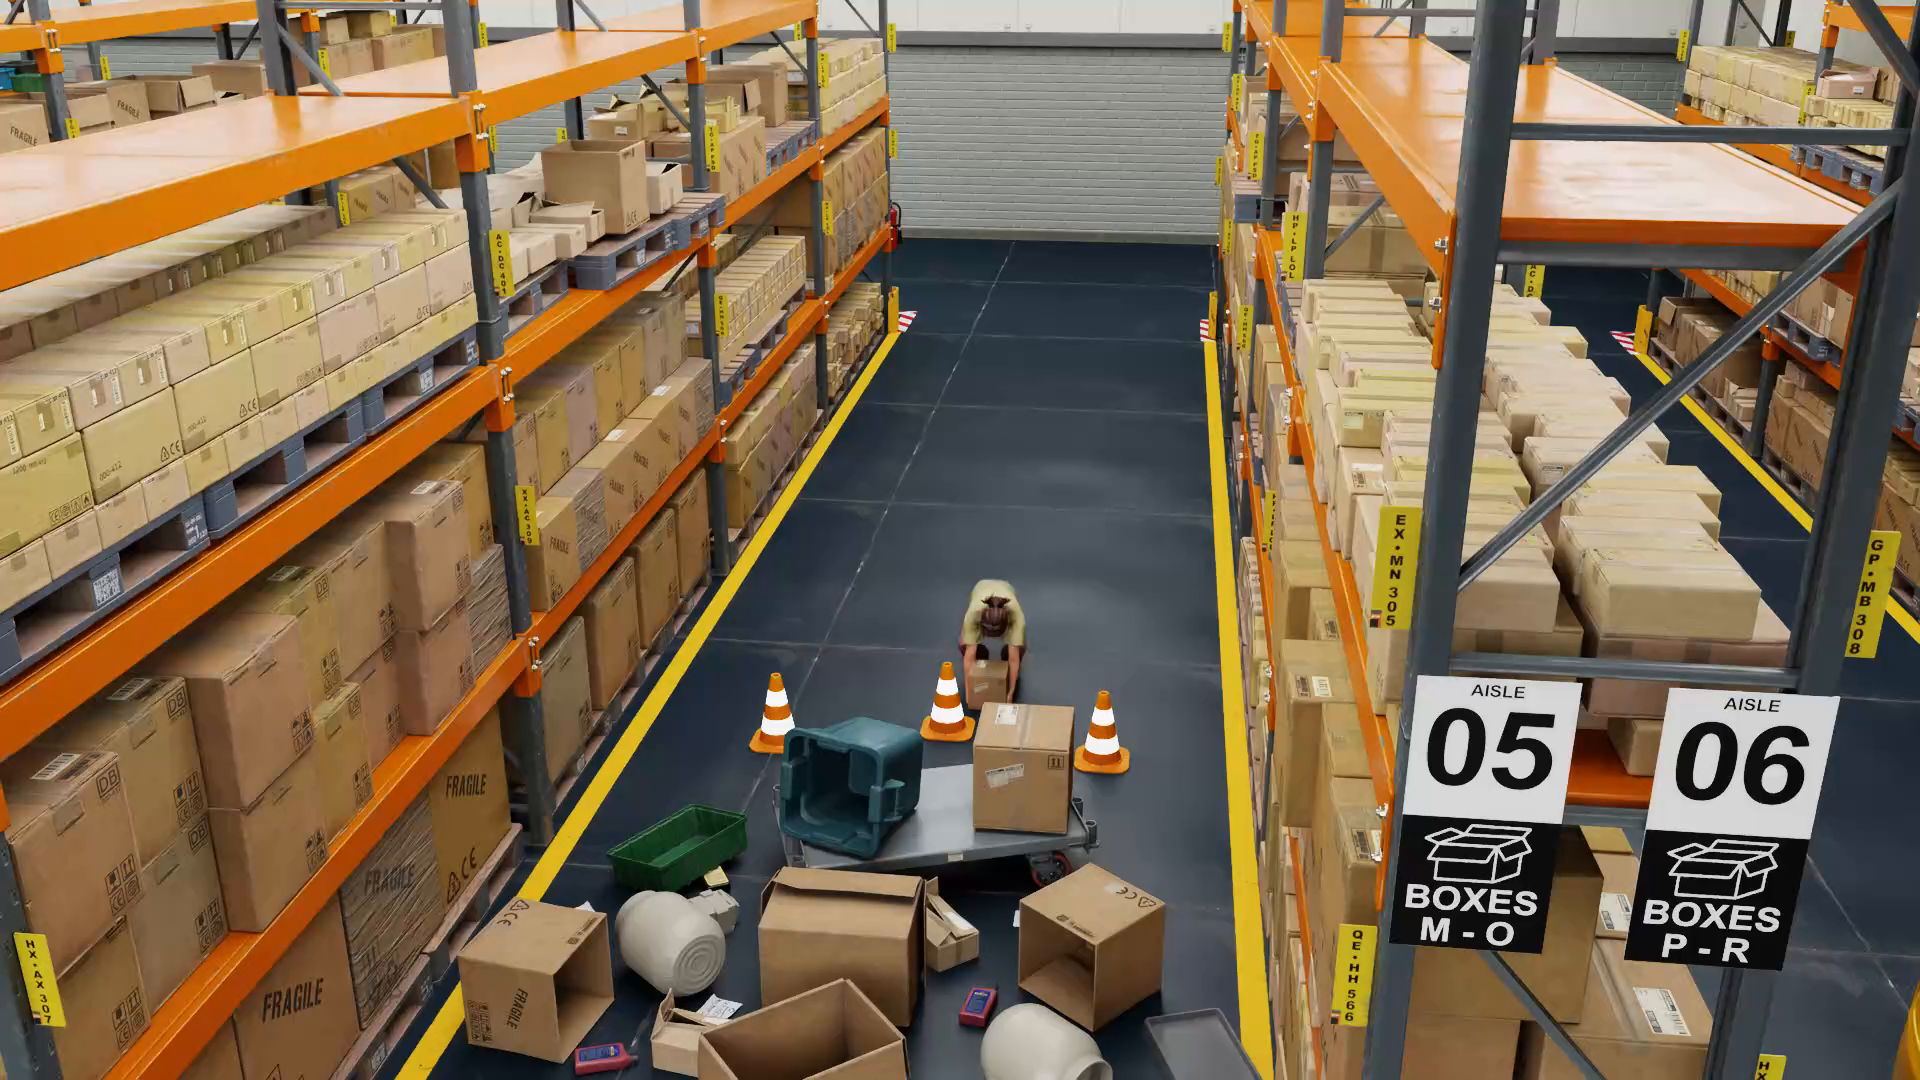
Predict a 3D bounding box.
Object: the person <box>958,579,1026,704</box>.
[{"bbox_3d":[0.223,0.631,11.177,0.458,0.762,0.859,2,21,5],"label":"person"}]
